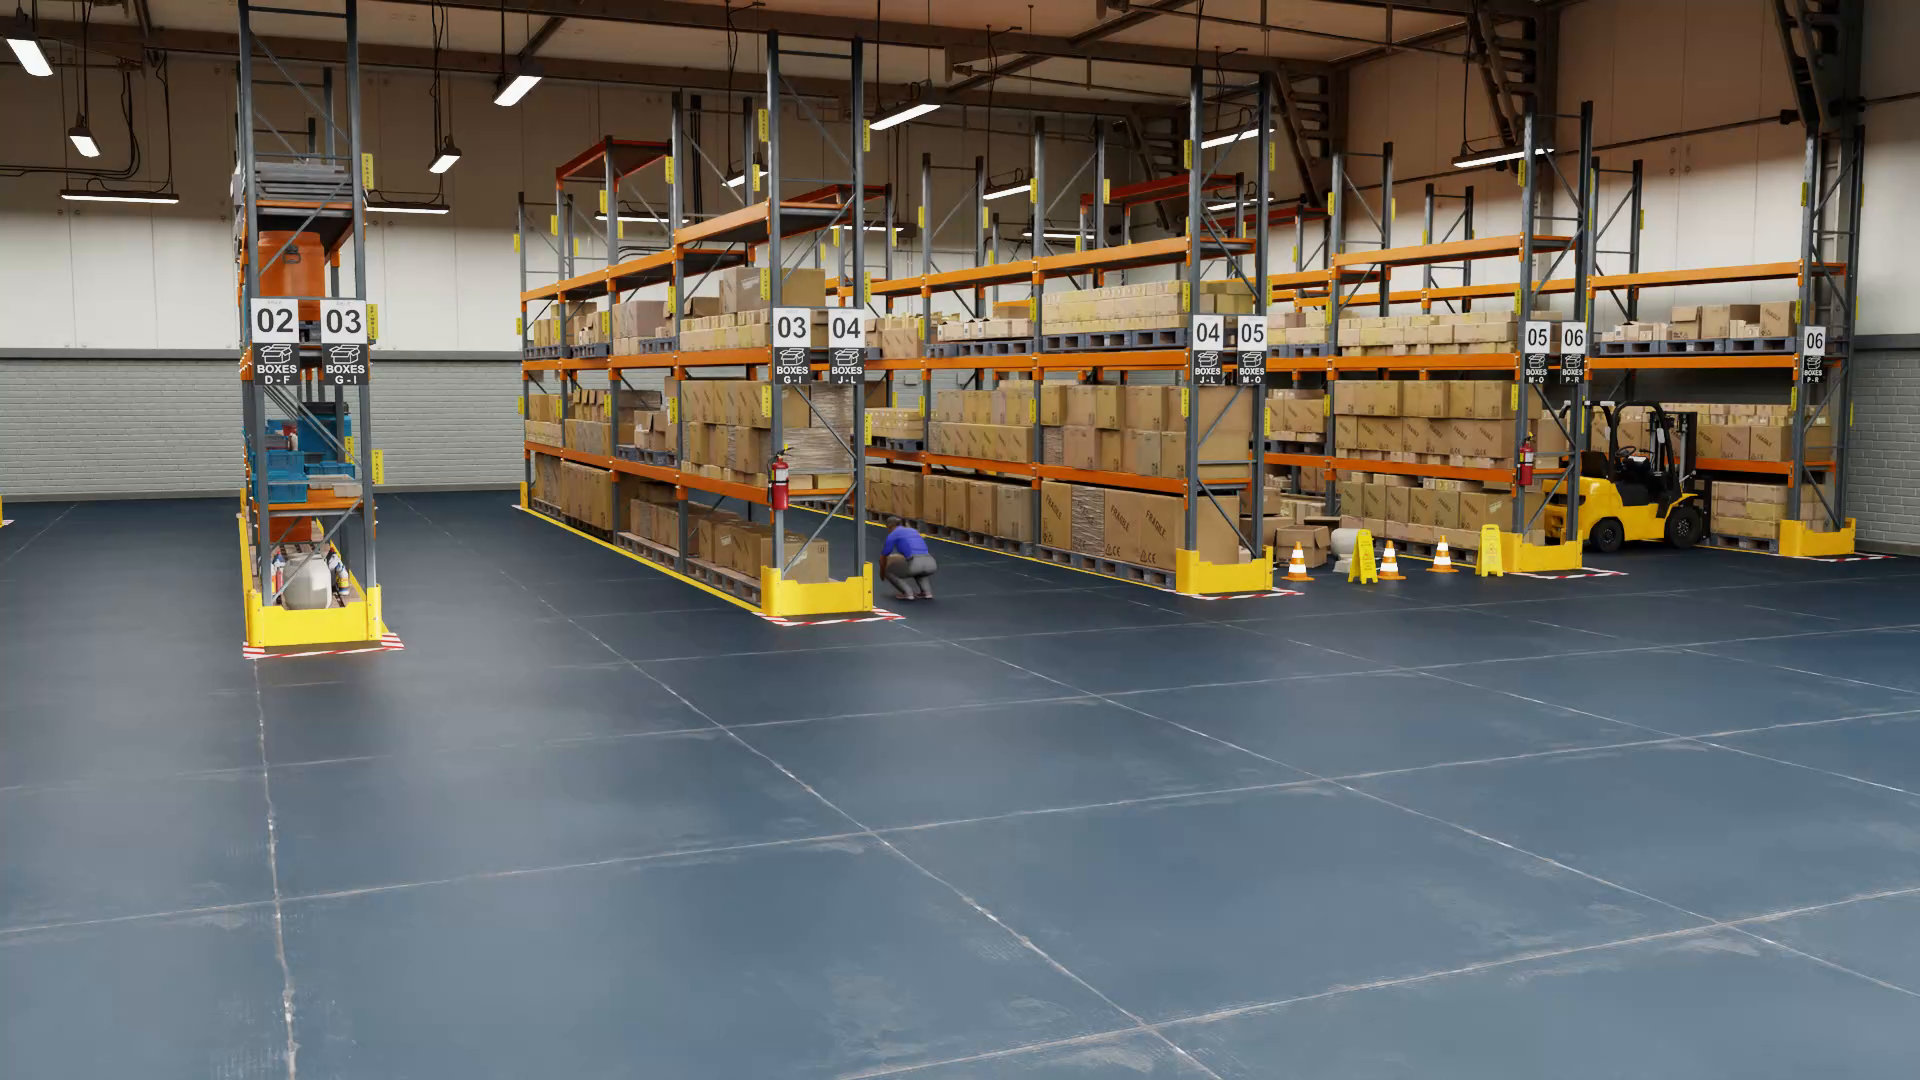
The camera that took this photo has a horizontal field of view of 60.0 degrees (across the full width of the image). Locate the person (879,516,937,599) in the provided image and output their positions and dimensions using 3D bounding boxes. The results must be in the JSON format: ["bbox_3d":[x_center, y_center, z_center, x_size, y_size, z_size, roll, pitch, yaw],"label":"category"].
[{"bbox_3d":[-0.604,0.201,18.877,0.518,0.917,0.821,-3,6,-32],"label":"person"}]
